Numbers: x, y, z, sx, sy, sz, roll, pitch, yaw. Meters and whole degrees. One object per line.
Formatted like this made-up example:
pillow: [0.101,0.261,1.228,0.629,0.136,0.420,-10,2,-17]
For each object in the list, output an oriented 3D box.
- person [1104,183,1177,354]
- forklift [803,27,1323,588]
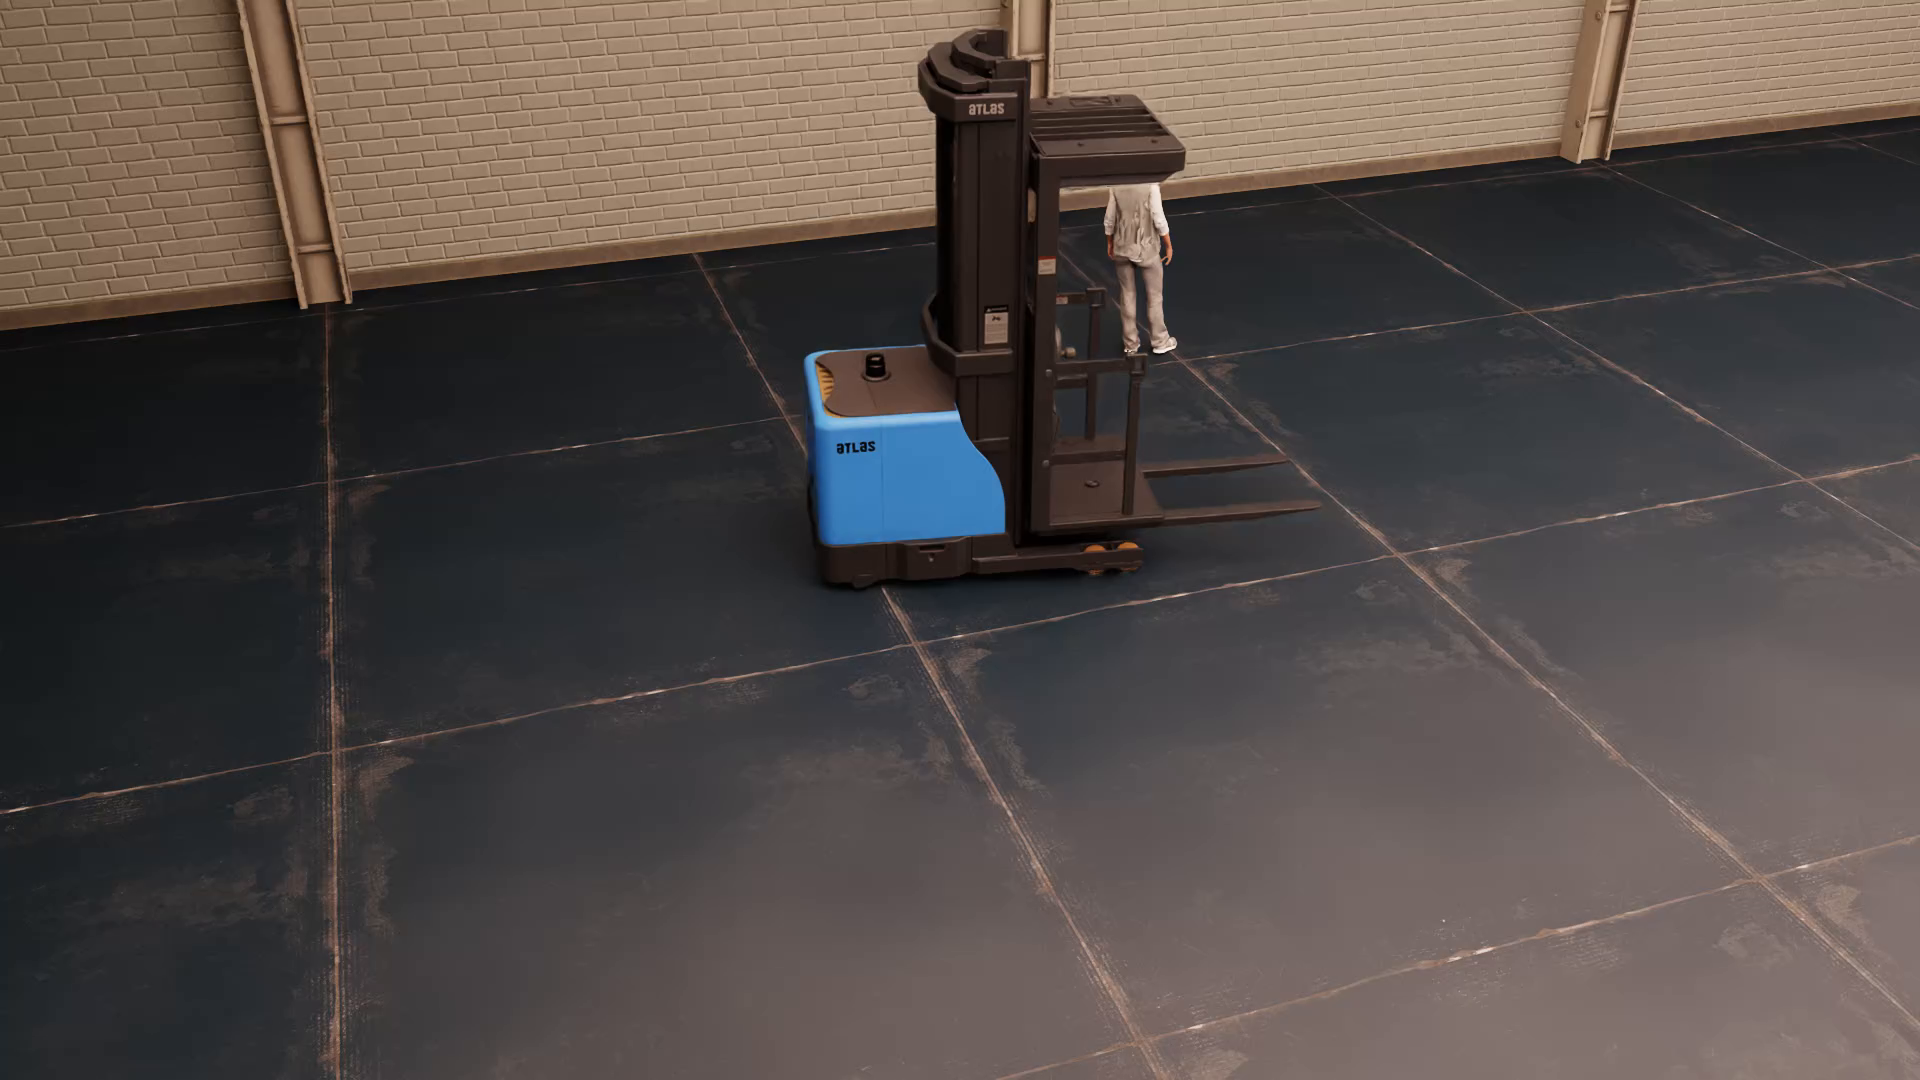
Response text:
person: [1.321,-2.119,12.094,0.520,1.597,0.474,14,33,22]
forklift: [0.624,-1.329,9.396,3.031,2.935,1.130,-4,30,-8]
